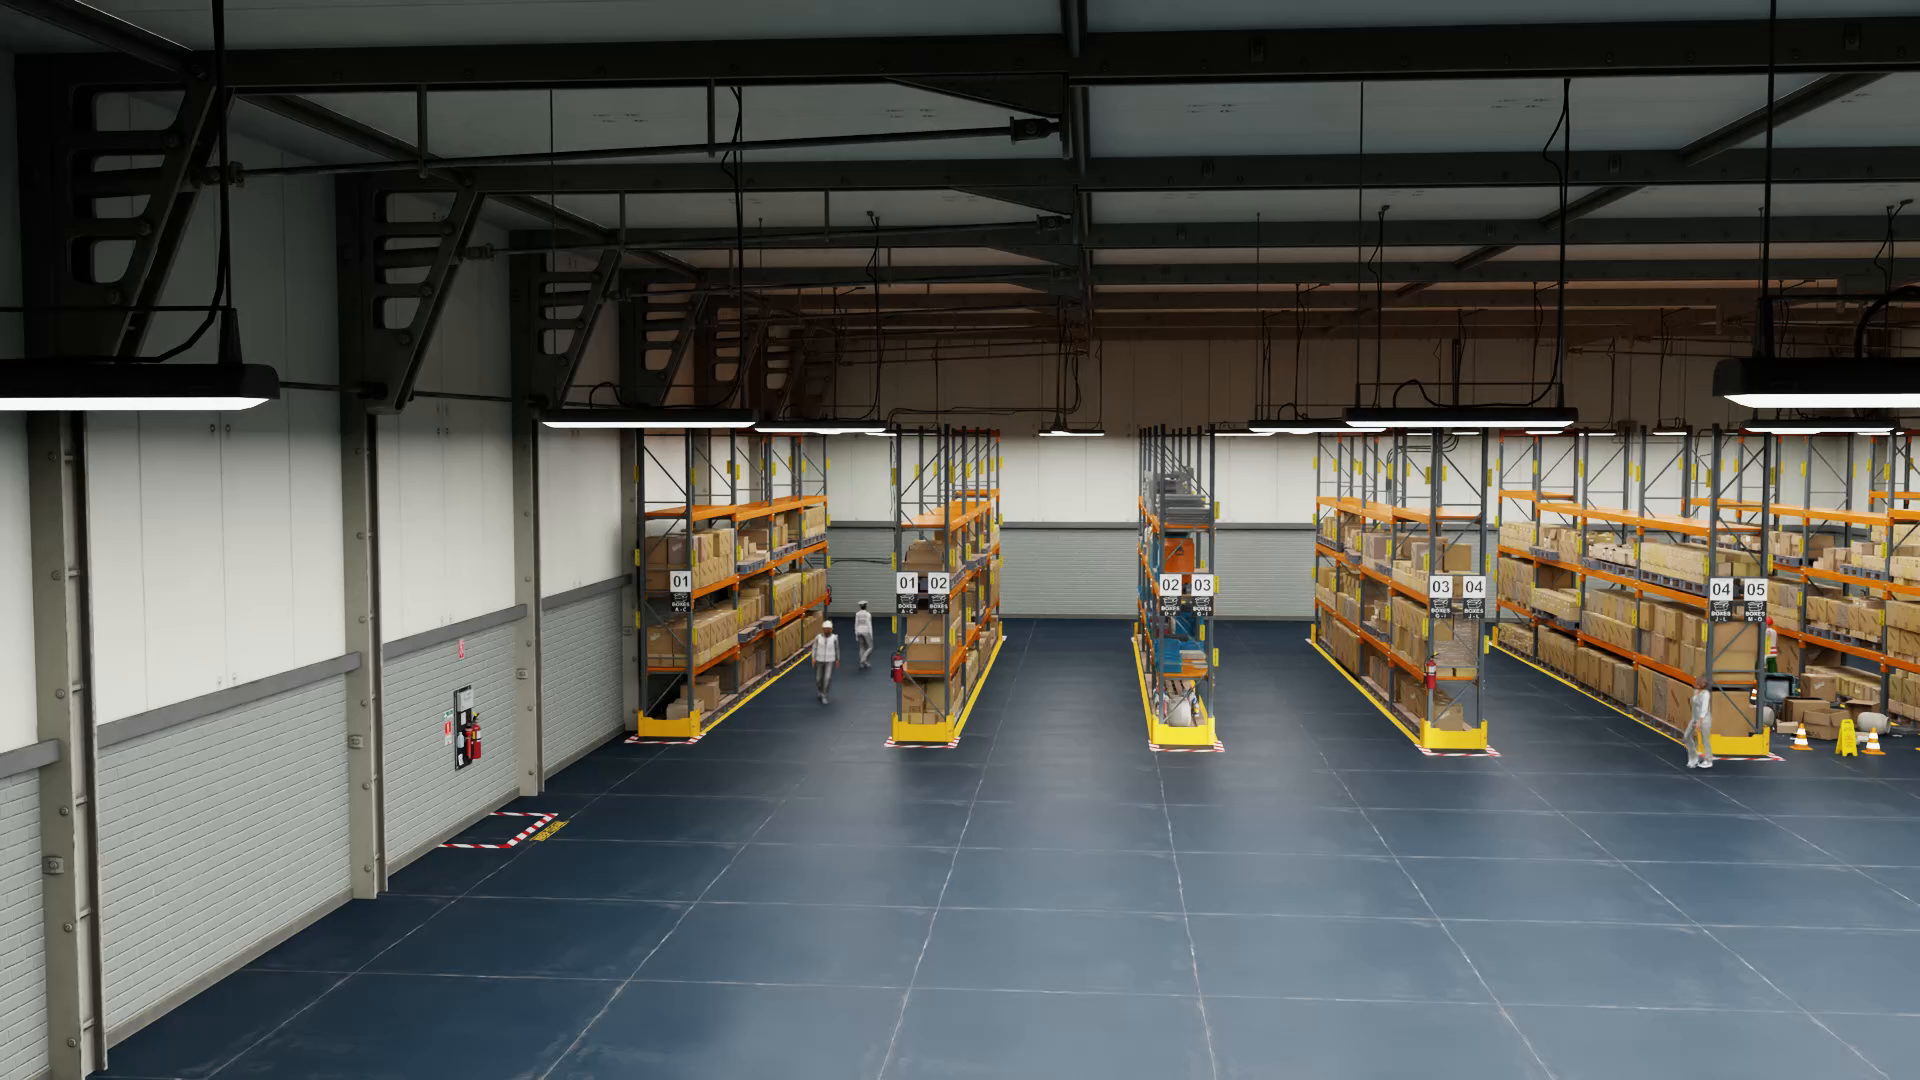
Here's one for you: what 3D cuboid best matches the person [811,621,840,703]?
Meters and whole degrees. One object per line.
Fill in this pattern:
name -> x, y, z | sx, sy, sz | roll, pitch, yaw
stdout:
person -> -2.937, 2.653, 36.347 | 0.615, 1.775, 0.762 | 0, 3, -5

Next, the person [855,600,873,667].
person -> -2.424, 2.360, 41.588 | 0.515, 1.675, 0.480 | 2, 4, 35

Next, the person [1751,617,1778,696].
person -> 17.875, 2.606, 36.716 | 0.510, 1.806, 0.543 | 0, 4, -8

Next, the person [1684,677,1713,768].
person -> 12.849, 3.176, 28.817 | 0.490, 1.636, 0.402 | -1, 4, -18
